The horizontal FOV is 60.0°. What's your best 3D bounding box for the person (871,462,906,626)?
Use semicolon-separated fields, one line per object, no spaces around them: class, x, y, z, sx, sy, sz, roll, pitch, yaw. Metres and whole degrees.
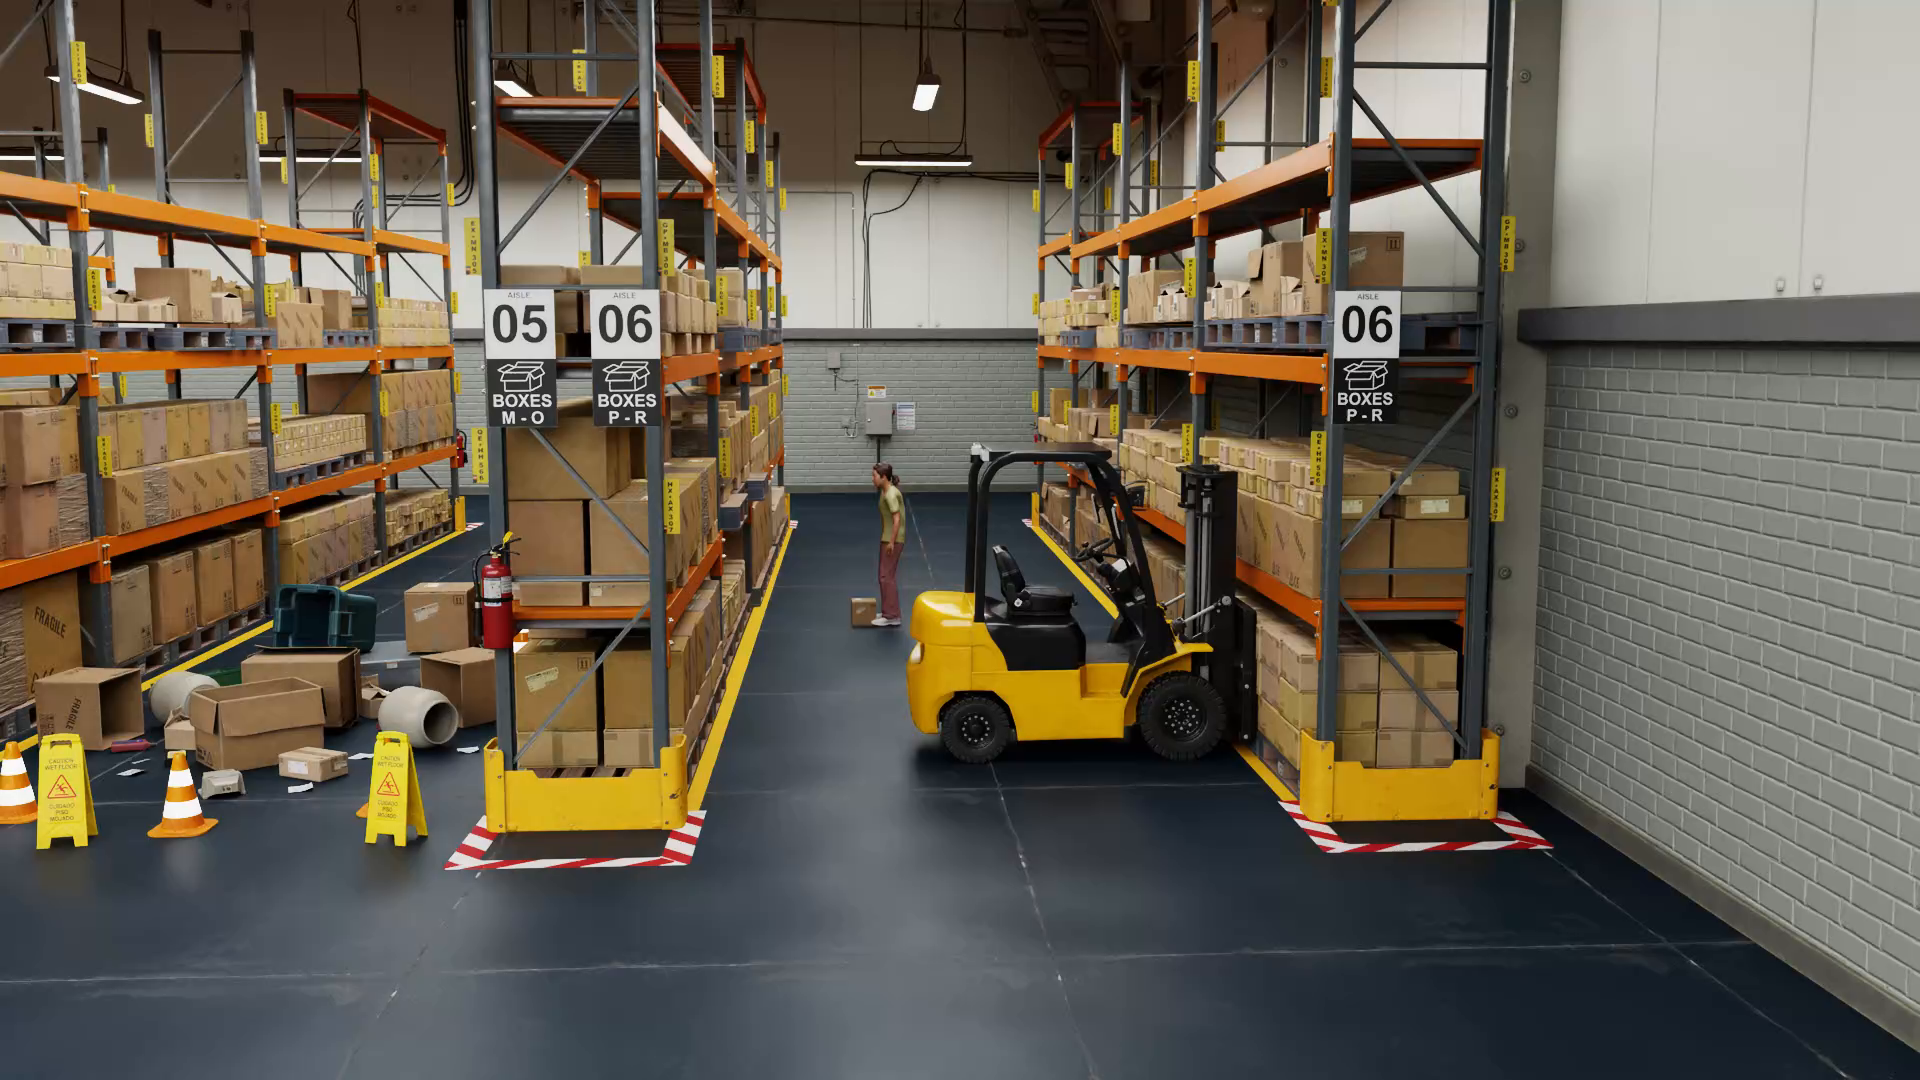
person;-0.740;0.031;17.011;0.367;1.671;0.510;-1;7;-7
